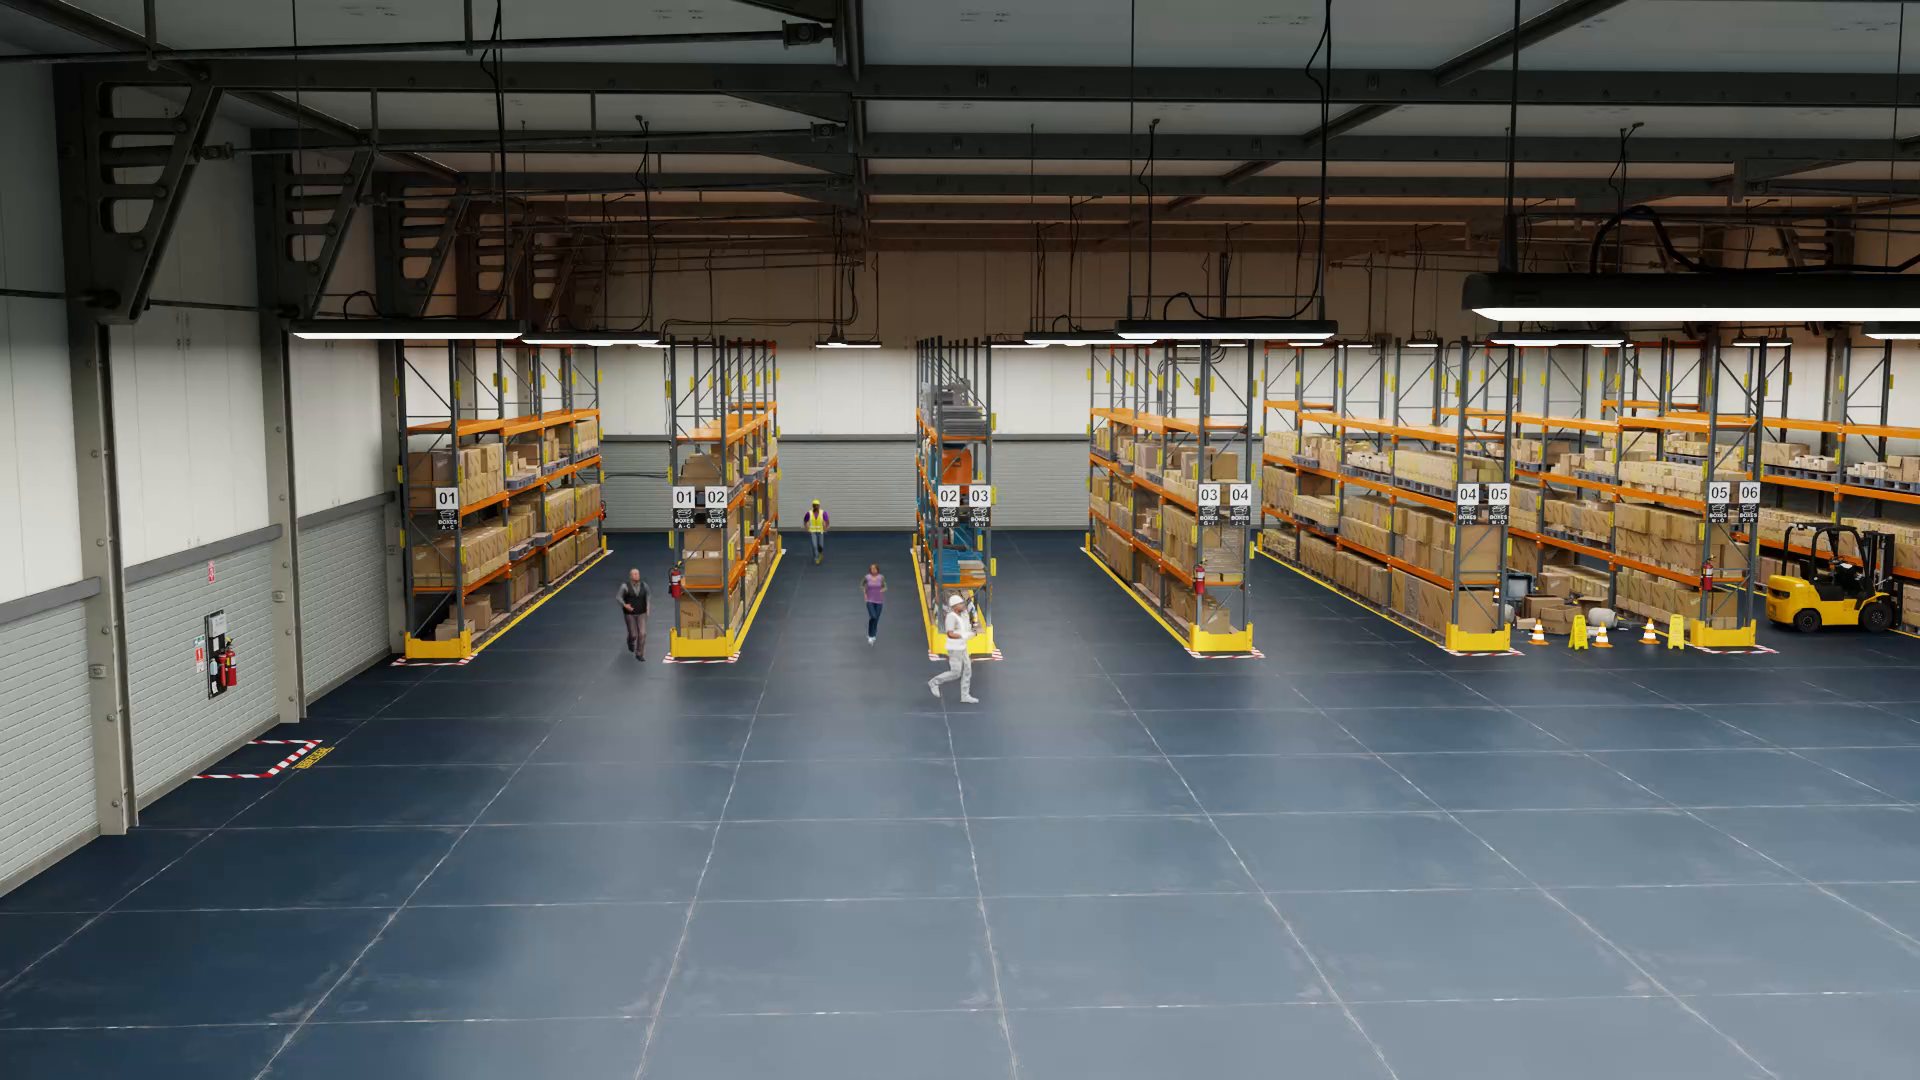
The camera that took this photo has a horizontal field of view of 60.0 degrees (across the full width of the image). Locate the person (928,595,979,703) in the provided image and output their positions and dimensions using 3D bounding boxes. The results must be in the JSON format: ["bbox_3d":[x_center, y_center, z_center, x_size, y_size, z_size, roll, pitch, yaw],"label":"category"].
[{"bbox_3d":[-0.095,1.770,27.064,0.847,1.759,0.699,2,7,16],"label":"person"}]

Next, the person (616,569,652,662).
[{"bbox_3d":[-6.045,1.387,30.932,0.698,1.711,0.730,-3,7,-24],"label":"person"}]

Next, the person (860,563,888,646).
[{"bbox_3d":[-1.665,1.260,32.523,0.507,1.611,0.684,-1,7,-13],"label":"person"}]

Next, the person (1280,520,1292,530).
[{"bbox_3d":[9.712,-0.731,49.118,0.838,1.857,0.708,0,7,-3],"label":"person"}]

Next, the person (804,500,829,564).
[{"bbox_3d":[-3.866,-0.219,44.794,0.686,1.722,0.589,-1,7,-5],"label":"person"}]
